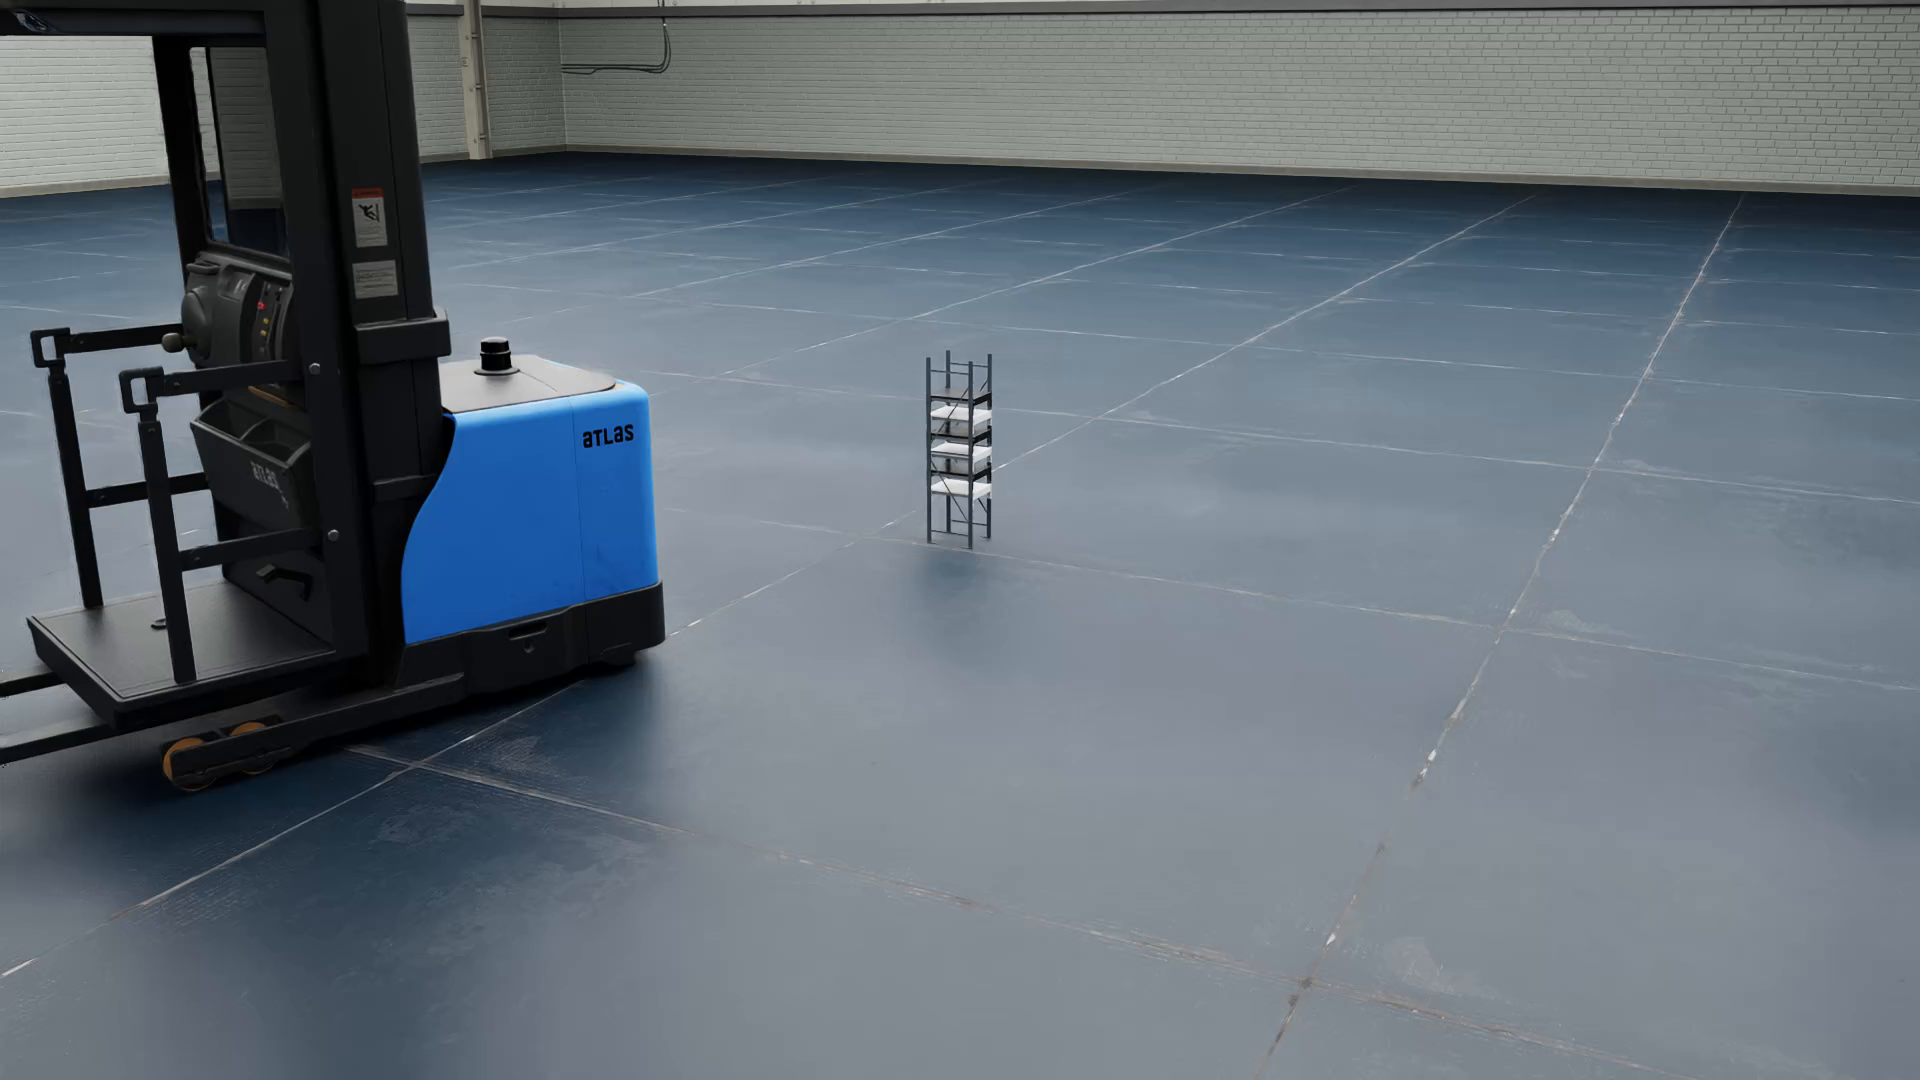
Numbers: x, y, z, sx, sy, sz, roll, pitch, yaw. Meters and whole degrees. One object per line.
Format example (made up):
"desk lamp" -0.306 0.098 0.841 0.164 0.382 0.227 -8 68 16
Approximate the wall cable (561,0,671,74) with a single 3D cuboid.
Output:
"wall cable" -7.650 -11.485 36.341 3.097 2.526 0.112 8 18 25

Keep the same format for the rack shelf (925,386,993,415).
"rack shelf" -0.004 -0.656 7.822 0.258 0.077 0.200 8 18 25

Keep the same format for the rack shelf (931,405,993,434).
"rack shelf" -0.004 -0.570 7.848 0.258 0.077 0.200 8 18 25

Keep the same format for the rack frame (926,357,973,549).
"rack frame" -0.049 -0.403 7.802 0.240 0.900 0.006 8 18 25

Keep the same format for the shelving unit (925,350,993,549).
"shelving unit" -0.004 -0.429 7.889 0.258 0.900 0.210 8 18 25

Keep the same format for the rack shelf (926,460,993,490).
"rack shelf" -0.004 -0.311 7.924 0.258 0.077 0.200 8 18 25

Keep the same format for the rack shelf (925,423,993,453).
"rack shelf" -0.004 -0.484 7.873 0.258 0.077 0.200 8 18 25

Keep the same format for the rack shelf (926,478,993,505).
"rack shelf" -0.004 -0.225 7.950 0.258 0.077 0.200 8 18 25

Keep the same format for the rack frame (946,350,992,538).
"rack frame" 0.042 -0.455 7.976 0.240 0.900 0.006 8 18 25

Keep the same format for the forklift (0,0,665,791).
"forklift" -2.581 -0.769 5.465 3.031 2.935 1.130 -14 22 -40

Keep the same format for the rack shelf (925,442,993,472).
"rack shelf" -0.004 -0.397 7.899 0.258 0.077 0.200 8 18 25

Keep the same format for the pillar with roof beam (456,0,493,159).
"pillar with roof beam" -6.298 -11.844 32.095 9.100 9.000 0.400 8 18 25
